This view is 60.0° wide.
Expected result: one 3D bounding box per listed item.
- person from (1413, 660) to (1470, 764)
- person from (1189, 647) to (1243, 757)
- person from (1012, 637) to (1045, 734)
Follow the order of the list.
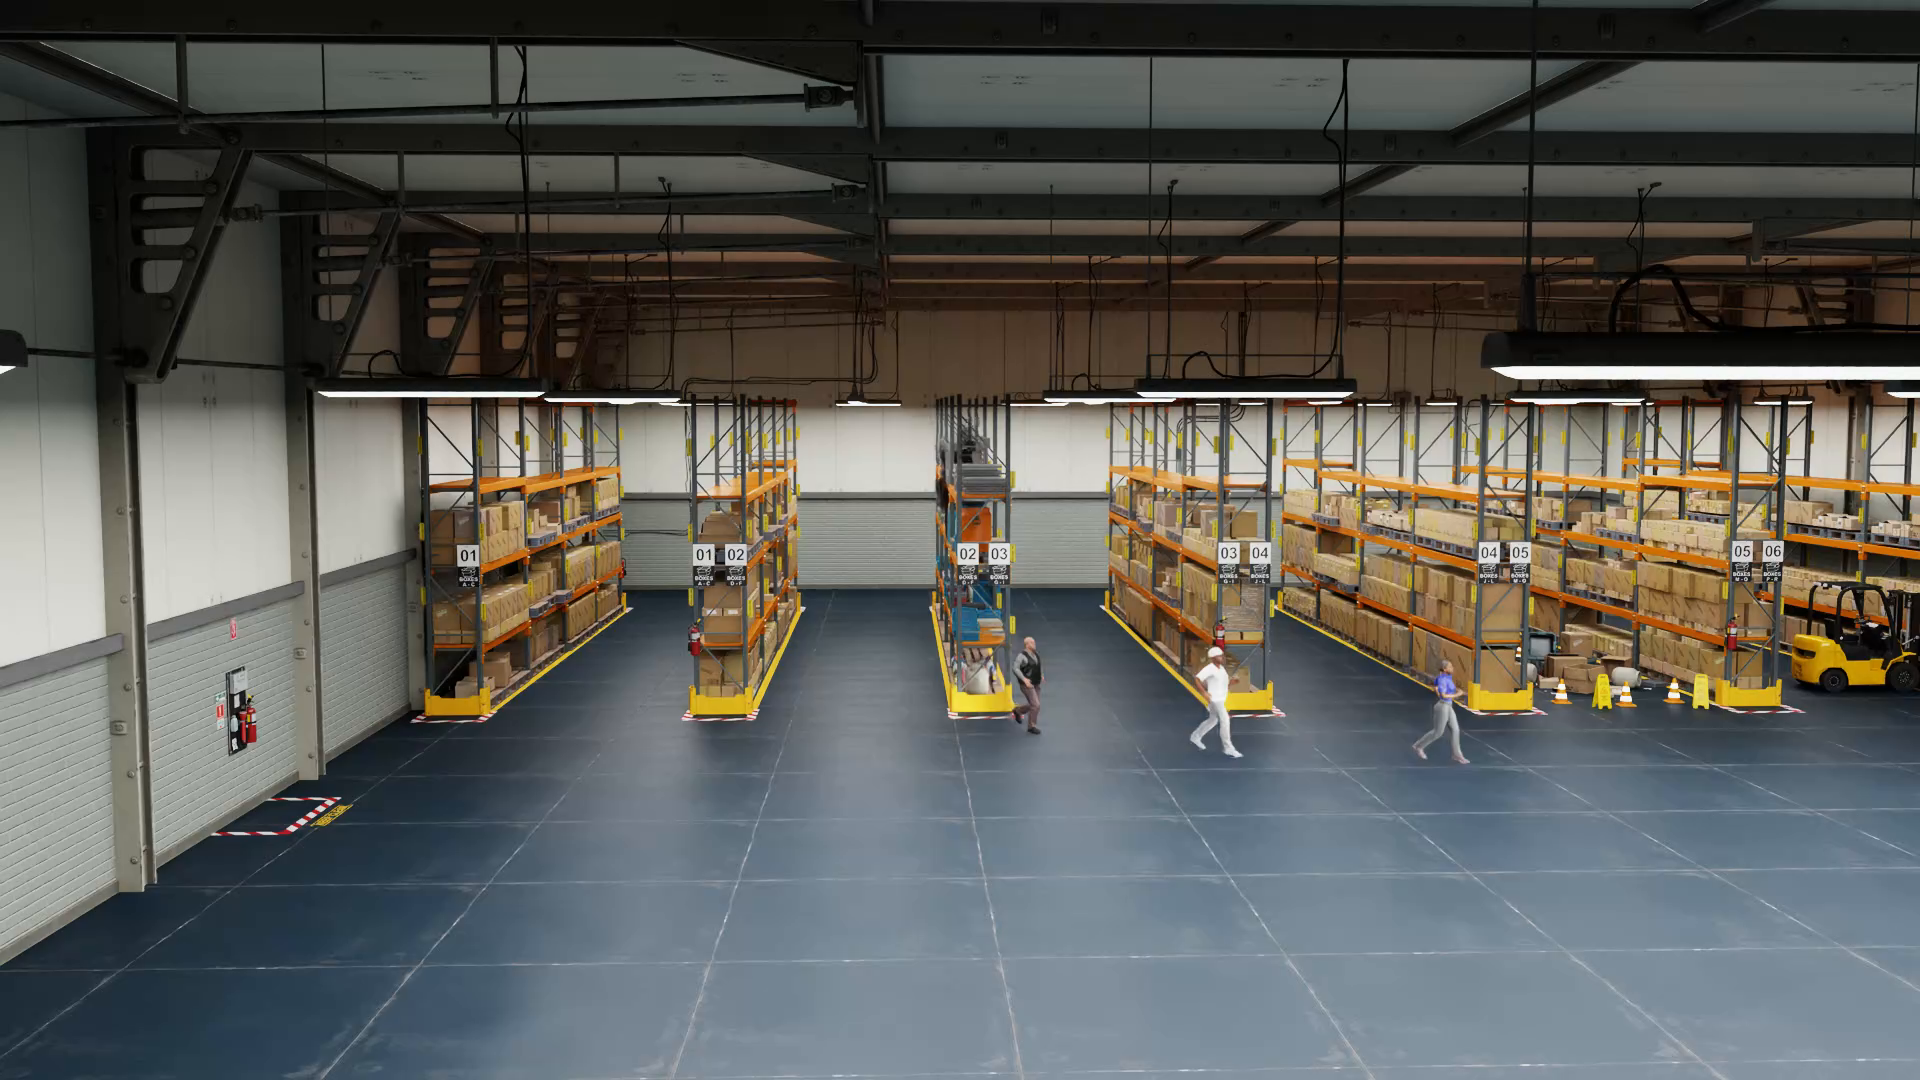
[{"bbox_3d":[7.792,2.760,26.864,0.900,1.663,0.604,2,5,28],"label":"person"},{"bbox_3d":[4.234,2.653,27.444,0.959,1.773,0.695,2,5,25],"label":"person"},{"bbox_3d":[1.184,2.562,29.526,0.706,1.693,0.689,4,6,38],"label":"person"}]
